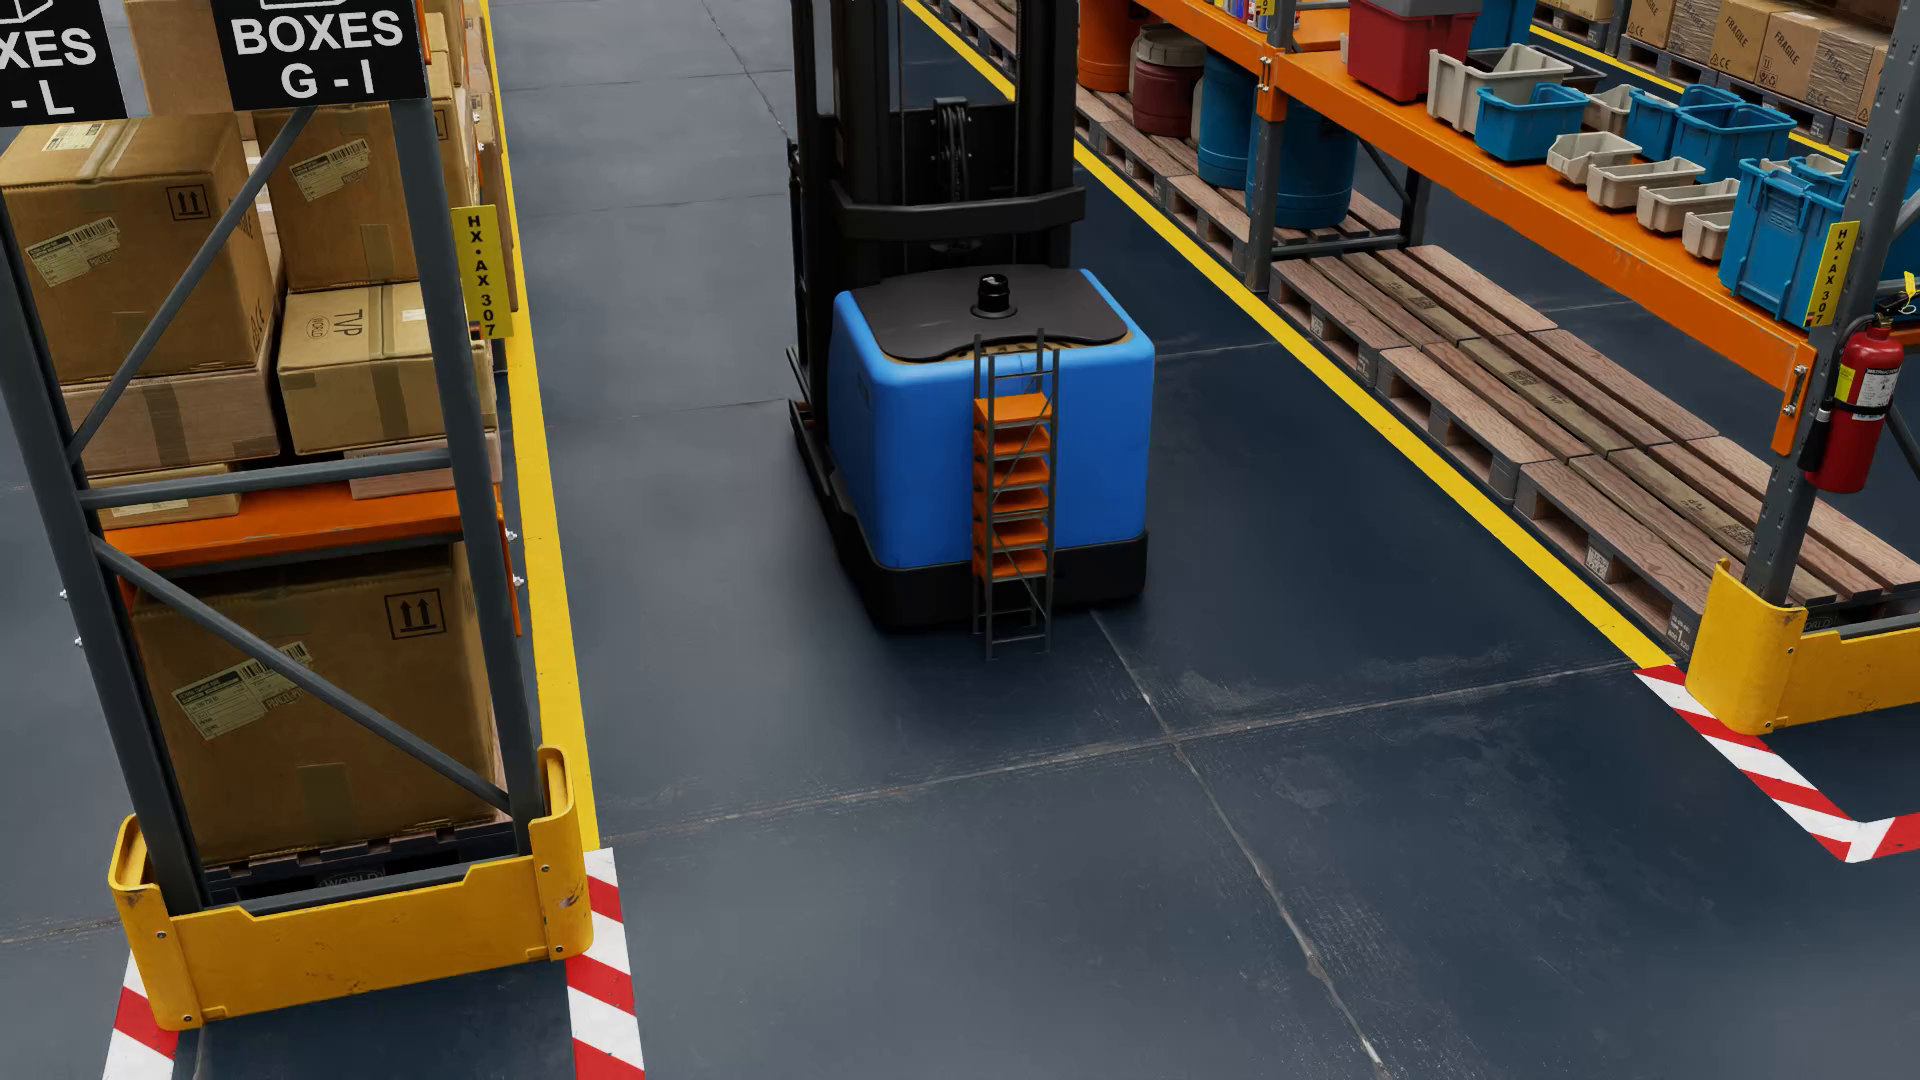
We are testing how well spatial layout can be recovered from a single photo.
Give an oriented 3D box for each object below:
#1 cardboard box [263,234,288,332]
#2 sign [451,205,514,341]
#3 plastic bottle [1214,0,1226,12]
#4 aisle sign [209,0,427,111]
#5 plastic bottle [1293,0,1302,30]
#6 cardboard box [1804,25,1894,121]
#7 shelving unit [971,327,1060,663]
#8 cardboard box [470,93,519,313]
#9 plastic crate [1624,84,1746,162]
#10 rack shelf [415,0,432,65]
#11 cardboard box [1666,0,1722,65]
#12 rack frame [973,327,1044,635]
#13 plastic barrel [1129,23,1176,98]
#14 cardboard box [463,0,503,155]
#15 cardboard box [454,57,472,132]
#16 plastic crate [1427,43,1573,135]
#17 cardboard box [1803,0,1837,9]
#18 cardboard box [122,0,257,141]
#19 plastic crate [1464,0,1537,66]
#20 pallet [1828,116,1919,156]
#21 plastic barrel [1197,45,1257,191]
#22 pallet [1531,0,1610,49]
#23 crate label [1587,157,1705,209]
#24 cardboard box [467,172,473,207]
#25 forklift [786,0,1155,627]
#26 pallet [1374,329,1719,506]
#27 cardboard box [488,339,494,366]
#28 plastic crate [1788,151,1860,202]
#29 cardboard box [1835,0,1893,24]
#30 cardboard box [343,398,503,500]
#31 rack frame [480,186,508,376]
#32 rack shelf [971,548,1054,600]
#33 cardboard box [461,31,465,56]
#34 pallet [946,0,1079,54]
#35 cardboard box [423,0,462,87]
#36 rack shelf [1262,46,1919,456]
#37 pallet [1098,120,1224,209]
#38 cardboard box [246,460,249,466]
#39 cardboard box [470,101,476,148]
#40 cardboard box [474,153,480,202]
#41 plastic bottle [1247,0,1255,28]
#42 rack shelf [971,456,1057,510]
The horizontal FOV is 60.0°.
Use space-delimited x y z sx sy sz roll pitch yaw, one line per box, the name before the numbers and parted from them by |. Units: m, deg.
cardboard box | -2.170 -0.649 4.731 0.500 0.250 0.500 -8 31 -14
sign | -1.115 -0.622 3.886 0.100 0.325 0.005 -8 31 -13
plastic bottle | 1.503 -3.111 9.180 0.144 0.351 0.185 -8 31 -13
aisle sign | -1.343 -1.272 3.358 0.394 0.787 0.004 -8 31 -13
plastic bottle | 1.761 -2.819 8.825 0.097 0.201 0.097 0 30 0
cardboard box | 6.176 -3.180 11.306 0.500 0.500 0.500 -7 31 -13
shelving unit | 0.187 -0.138 5.791 0.258 1.200 0.189 -7 31 -12
cardboard box | -2.902 -1.642 8.295 1.225 0.875 0.875 -8 31 -13
plastic crate | 2.947 -1.698 6.796 0.416 0.233 0.300 -8 31 -13
rack shelf | -2.182 -2.095 5.098 1.077 0.370 4.000 -8 31 -13
cardboard box | 5.767 -3.920 12.584 0.500 0.500 0.500 -9 31 -15
rack frame | 0.165 -0.183 5.868 0.240 1.200 0.006 -7 31 -12
plastic barrel | 1.383 -3.274 11.477 0.421 0.512 0.421 0 30 0
cardboard box | -3.612 -2.932 10.523 1.225 0.875 0.875 -9 31 -16
cardboard box | -2.203 -1.710 6.562 0.500 0.250 0.500 -7 31 -12
plastic crate | 2.290 -1.945 7.174 0.437 0.282 0.530 -8 31 -13
cardboard box | 6.389 -3.759 12.306 0.500 0.500 0.500 -9 31 -15
cardboard box | -2.567 -1.707 5.809 0.500 0.500 0.500 -9 31 -15
plastic crate | 2.515 -2.571 8.154 0.392 0.384 0.575 -8 31 -13
pallet | 6.587 -2.570 10.980 1.003 0.211 1.213 -8 31 -13
plastic barrel | 1.746 -2.613 9.945 0.600 0.901 0.708 -8 31 -13
pallet | 5.596 -4.517 14.343 1.003 0.211 1.213 -8 31 -13
crate label | 2.573 -1.355 6.300 0.396 0.136 0.243 -8 31 -13
cardboard box | -1.793 -0.967 5.279 0.500 0.250 0.500 -9 31 -15
forklift | -0.150 -1.678 6.723 1.130 2.935 3.031 -7 31 -12
pallet | 2.622 -0.585 7.550 1.003 0.211 1.213 -8 31 -13
cardboard box | -1.635 -0.622 5.080 0.380 0.149 0.250 -8 31 -14
plastic crate | 3.201 -1.235 5.996 0.416 0.233 0.300 -8 31 -13
cardboard box | 6.546 -3.813 11.652 0.500 0.250 0.500 -8 31 -14
cardboard box | -1.427 -0.248 4.436 0.380 0.149 0.250 -8 31 -13
rack frame | -2.713 -2.074 7.338 1.000 3.000 0.127 -8 31 -13
rack shelf | 0.187 0.108 5.933 0.258 0.103 0.180 -7 31 -12
cardboard box | -2.728 -2.615 8.174 0.500 0.500 0.500 -8 31 -13
pallet | 0.512 -4.425 14.184 1.003 0.211 1.213 -8 31 -13
cardboard box | -2.204 -2.033 6.372 0.500 0.500 0.500 -8 31 -13
rack shelf | 2.593 -1.455 6.988 1.077 0.370 4.000 -8 31 -13
pallet | 1.570 -2.494 10.848 1.003 0.211 1.213 -8 31 -13
cardboard box | -2.134 -0.287 4.502 0.380 0.149 0.250 -8 31 -13
cardboard box | -2.247 -1.737 7.007 0.380 0.149 0.250 -7 31 -12
cardboard box | -2.043 -1.364 6.364 0.380 0.149 0.250 -7 31 -12
plastic bottle | 1.589 -2.846 8.871 0.097 0.201 0.097 0 30 0
rack shelf | 0.187 -0.204 5.753 0.258 0.103 0.180 -7 31 -12
